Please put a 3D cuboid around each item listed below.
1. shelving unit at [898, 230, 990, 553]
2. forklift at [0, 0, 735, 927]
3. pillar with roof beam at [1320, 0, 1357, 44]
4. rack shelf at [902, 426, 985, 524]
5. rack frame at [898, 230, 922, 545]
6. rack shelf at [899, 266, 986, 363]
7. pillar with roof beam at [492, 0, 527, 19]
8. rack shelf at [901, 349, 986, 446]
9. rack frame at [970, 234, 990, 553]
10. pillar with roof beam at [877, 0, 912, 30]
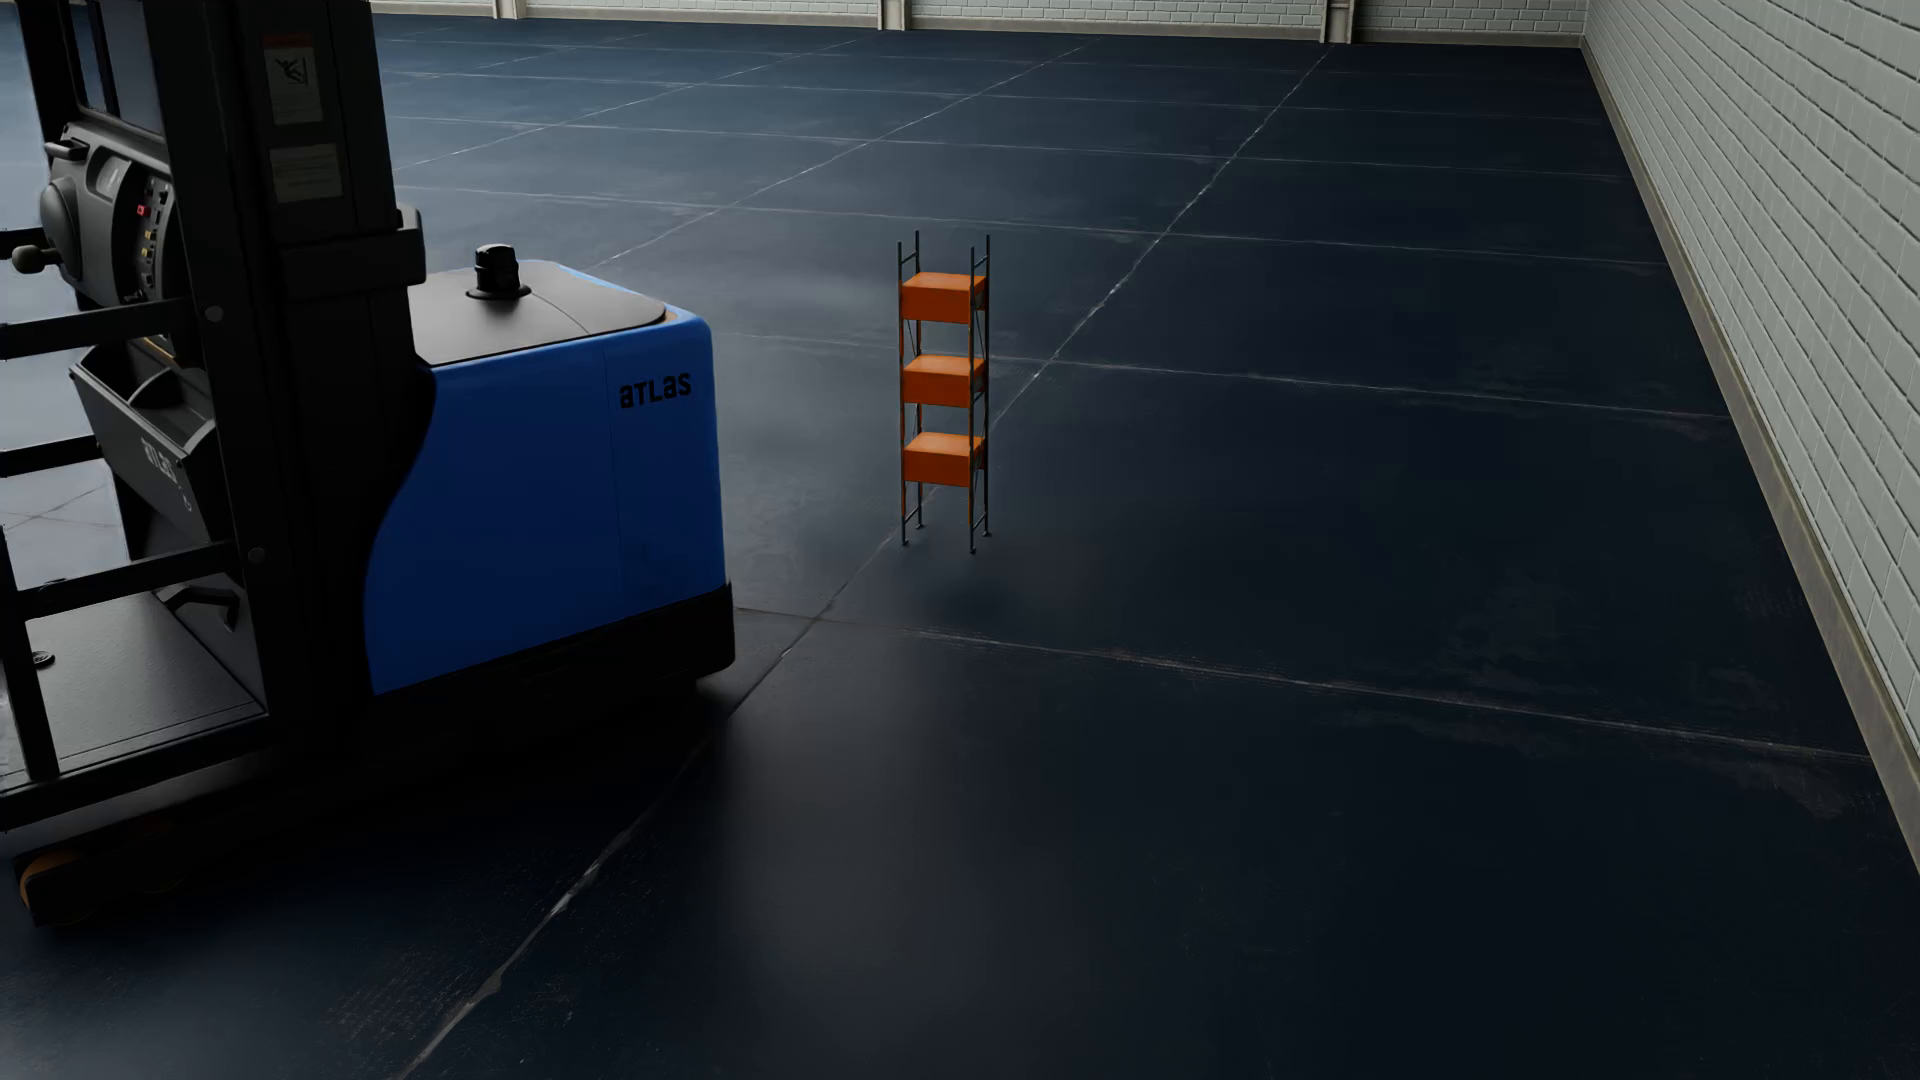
[{"bbox_3d":[-0.051,-0.492,5.585,0.252,1.050,0.215,7,23,15],"label":"shelving unit"},{"bbox_3d":[-2.095,-0.726,3.679,3.031,2.935,1.130,-18,28,-37],"label":"forklift"},{"bbox_3d":[3.600,-9.008,15.873,0.400,9.000,9.100,7,23,16],"label":"pillar with roof beam"},{"bbox_3d":[-0.051,-0.225,5.695,0.240,0.259,0.215,7,23,15],"label":"rack shelf"},{"bbox_3d":[-0.168,-0.505,5.618,0.008,1.050,0.200,7,23,15],"label":"rack frame"},{"bbox_3d":[-0.051,-0.744,5.481,0.240,0.259,0.215,7,23,15],"label":"rack shelf"},{"bbox_3d":[-7.888,-10.324,19.080,0.400,9.000,9.100,7,23,16],"label":"pillar with roof beam"},{"bbox_3d":[-0.051,-0.482,5.589,0.240,0.259,0.215,7,23,15],"label":"rack shelf"},{"bbox_3d":[0.066,-0.478,5.552,0.008,1.050,0.200,7,23,15],"label":"rack frame"},{"bbox_3d":[-2.144,-9.666,17.477,0.400,9.000,9.100,7,23,16],"label":"pillar with roof beam"}]
